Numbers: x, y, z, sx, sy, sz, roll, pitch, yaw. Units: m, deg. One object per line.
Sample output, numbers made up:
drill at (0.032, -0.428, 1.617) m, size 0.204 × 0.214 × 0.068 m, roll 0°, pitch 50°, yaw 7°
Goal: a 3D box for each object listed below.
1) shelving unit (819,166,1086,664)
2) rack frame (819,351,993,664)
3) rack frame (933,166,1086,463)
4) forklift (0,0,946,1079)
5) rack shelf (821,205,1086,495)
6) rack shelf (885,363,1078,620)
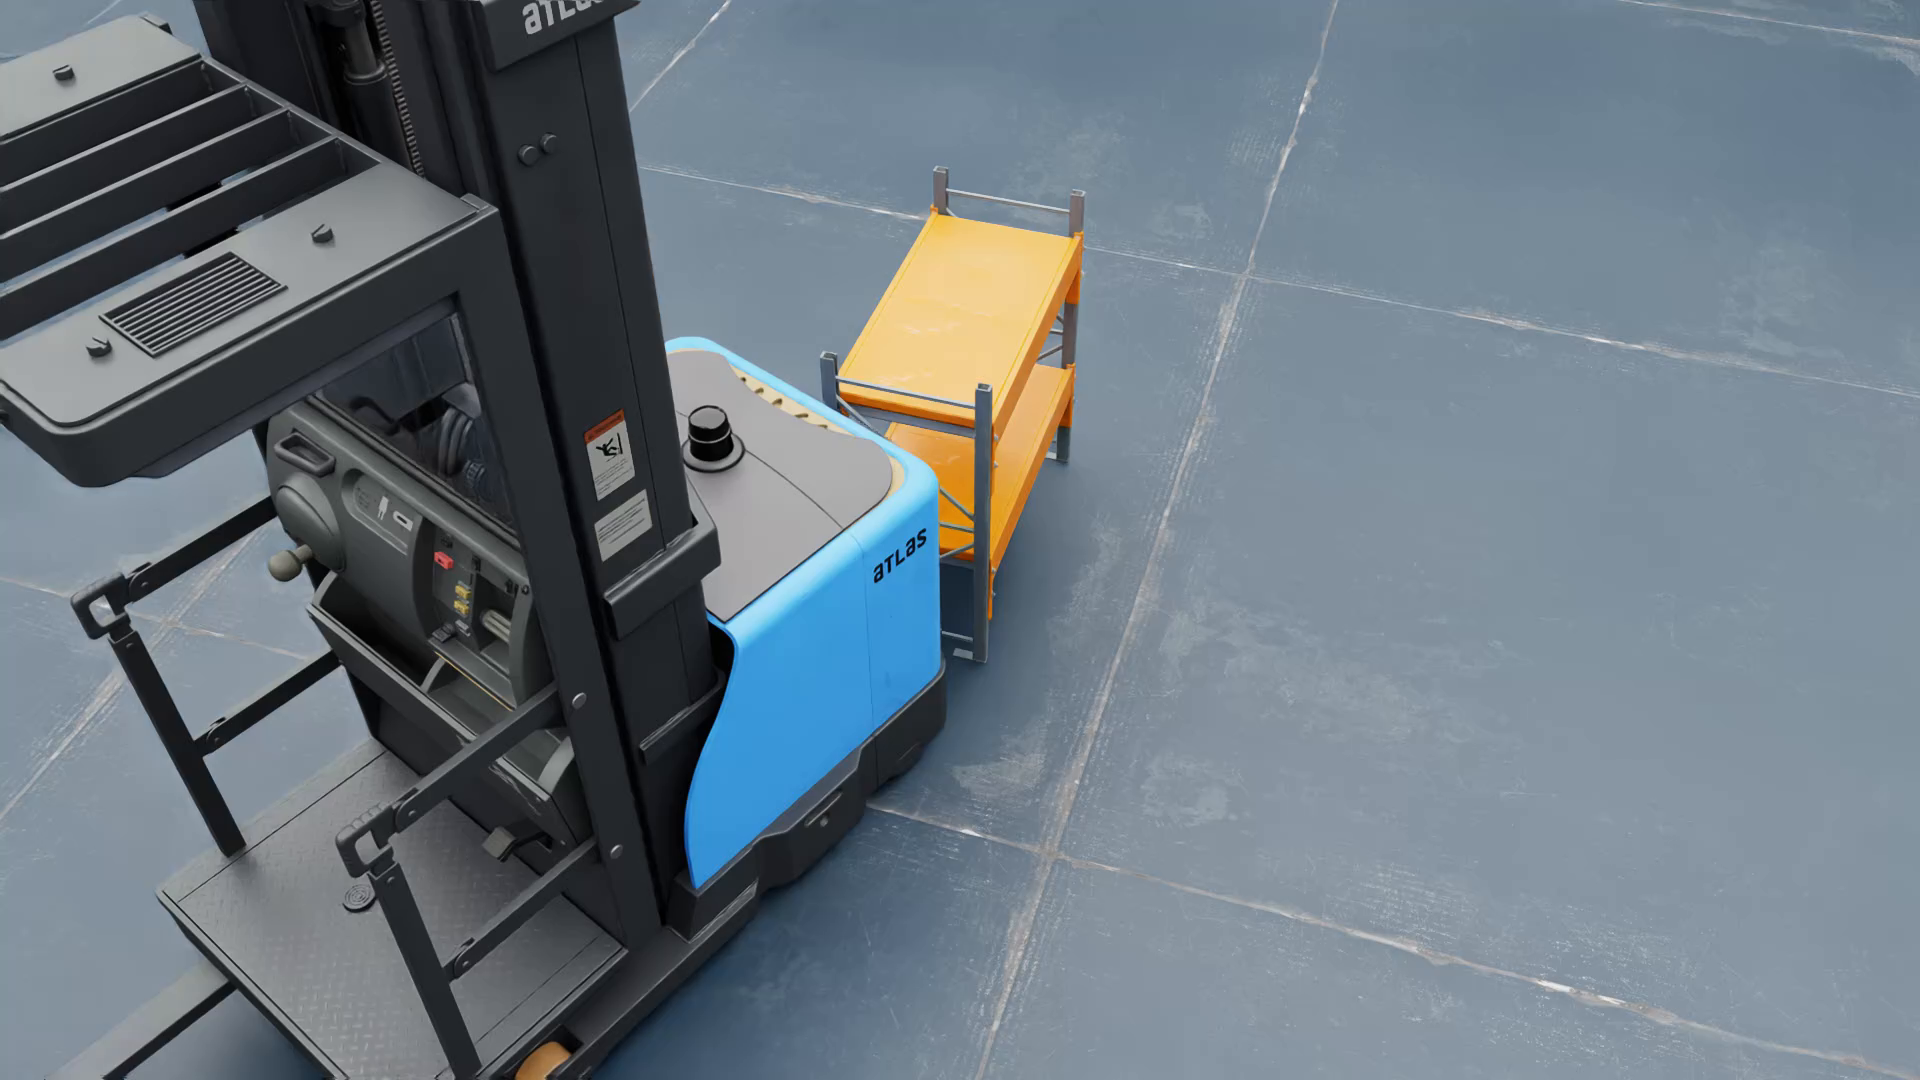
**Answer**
shelving unit at (0.002, -0.407, 5.361) m, size 0.538 × 1.125 × 1.048 m, roll 13°, pitch 46°, yaw 13°
rack frame at (-0.152, -0.068, 5.015) m, size 0.500 × 1.125 × 0.032 m, roll 13°, pitch 46°, yaw 13°
rack frame at (0.156, -0.745, 5.707) m, size 0.500 × 1.125 × 0.032 m, roll 13°, pitch 46°, yaw 13°
forklift at (-1.375, 0.106, 3.546) m, size 1.130 × 2.935 × 3.031 m, roll 30°, pitch 52°, yaw 27°
rack shelf at (0.002, -0.616, 5.156) m, size 0.538 × 0.278 × 1.000 m, roll 13°, pitch 46°, yaw 13°
rack shelf at (0.002, -0.232, 5.532) m, size 0.538 × 0.278 × 1.000 m, roll 13°, pitch 46°, yaw 13°
